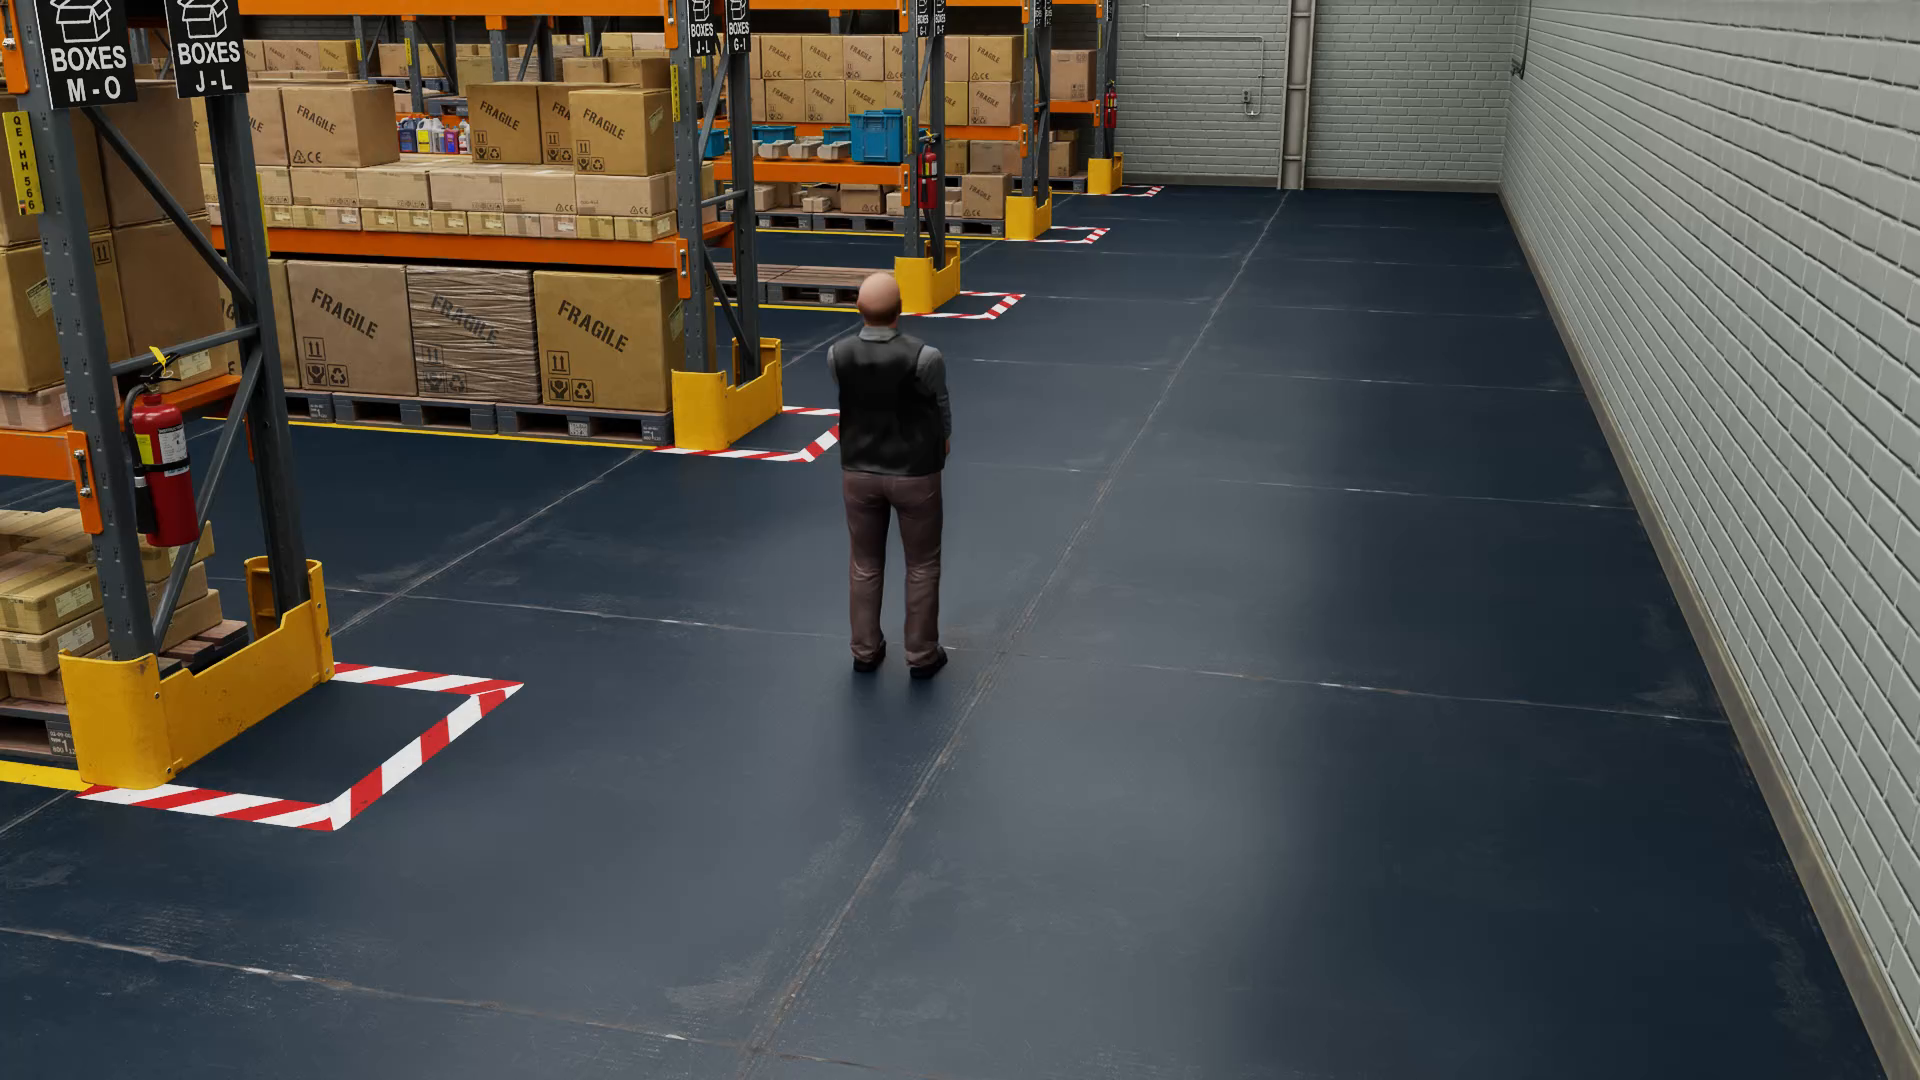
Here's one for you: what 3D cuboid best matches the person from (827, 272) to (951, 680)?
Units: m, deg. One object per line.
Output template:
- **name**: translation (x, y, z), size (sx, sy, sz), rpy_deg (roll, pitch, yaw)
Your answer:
- **person**: translation (-0.272, -0.290, 6.994), size (0.494, 1.712, 0.551), rpy_deg (5, 19, 14)
